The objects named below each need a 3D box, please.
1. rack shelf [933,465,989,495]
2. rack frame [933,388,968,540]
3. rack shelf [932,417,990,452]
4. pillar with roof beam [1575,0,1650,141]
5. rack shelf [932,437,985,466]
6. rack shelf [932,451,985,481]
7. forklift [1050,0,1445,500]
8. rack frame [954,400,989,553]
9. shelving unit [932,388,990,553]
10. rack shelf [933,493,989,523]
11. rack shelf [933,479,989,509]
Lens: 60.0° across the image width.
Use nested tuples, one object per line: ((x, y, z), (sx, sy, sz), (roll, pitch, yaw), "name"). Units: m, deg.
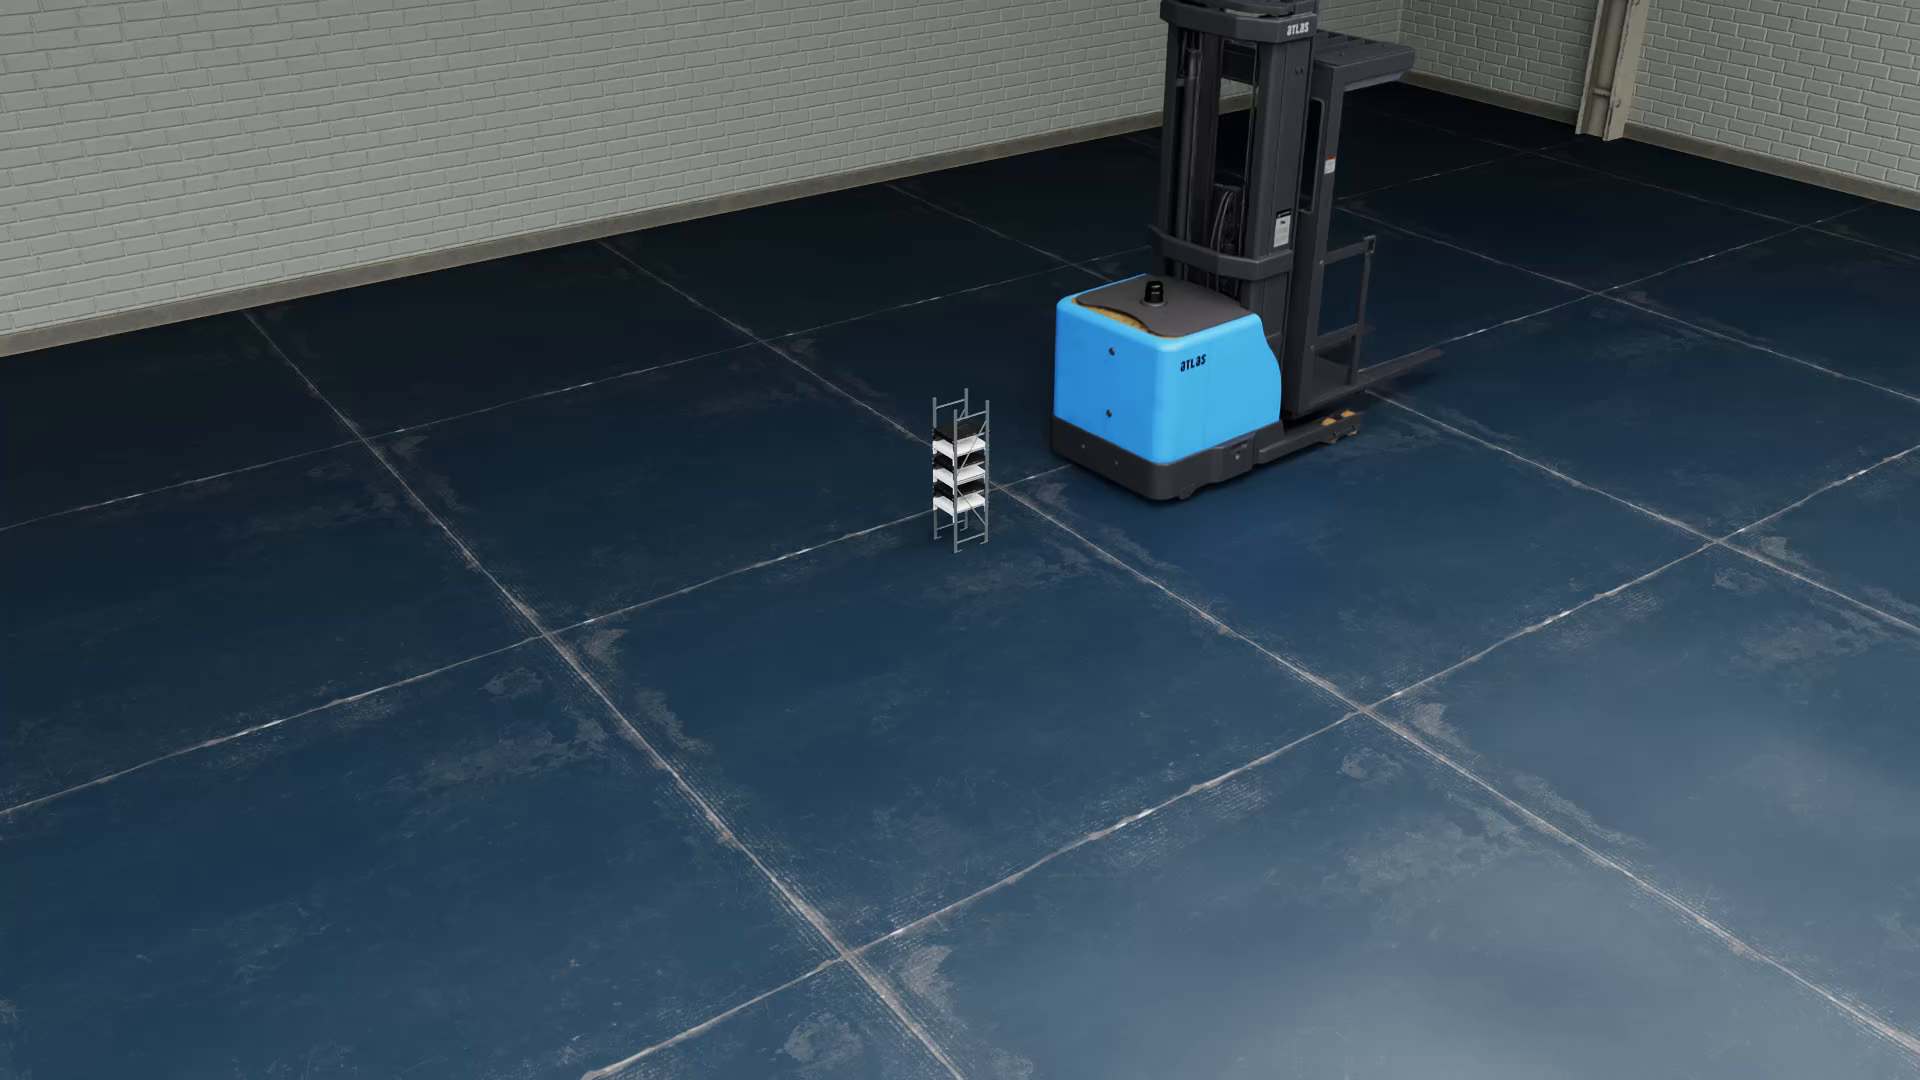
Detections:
((0.005, -0.363, 9.545), (0.258, 0.077, 0.200), (-19, 34, -31), "rack shelf")
((-0.054, -0.432, 9.602), (0.240, 0.900, 0.006), (-19, 34, -31), "rack frame")
((0.005, -0.600, 9.416), (0.258, 0.077, 0.200), (-19, 34, -31), "rack shelf")
((3.294, -7.073, 13.345), (9.100, 9.000, 0.400), (-19, 34, -31), "pillar with roof beam")
((0.005, -0.521, 9.459), (0.258, 0.077, 0.200), (-19, 34, -31), "rack shelf")
((0.005, -0.442, 9.502), (0.258, 0.077, 0.200), (-19, 34, -31), "rack shelf")
((2.041, -2.093, 10.532), (3.031, 2.935, 1.130), (-21, 35, -34), "forklift")
((0.064, -0.353, 9.457), (0.240, 0.900, 0.006), (-19, 34, -31), "rack frame")
((0.005, -0.392, 9.529), (0.258, 0.900, 0.210), (-19, 34, -31), "shelving unit")
((0.005, -0.205, 9.631), (0.258, 0.077, 0.200), (-19, 34, -31), "rack shelf")
((0.005, -0.284, 9.588), (0.258, 0.077, 0.200), (-19, 34, -31), "rack shelf")
